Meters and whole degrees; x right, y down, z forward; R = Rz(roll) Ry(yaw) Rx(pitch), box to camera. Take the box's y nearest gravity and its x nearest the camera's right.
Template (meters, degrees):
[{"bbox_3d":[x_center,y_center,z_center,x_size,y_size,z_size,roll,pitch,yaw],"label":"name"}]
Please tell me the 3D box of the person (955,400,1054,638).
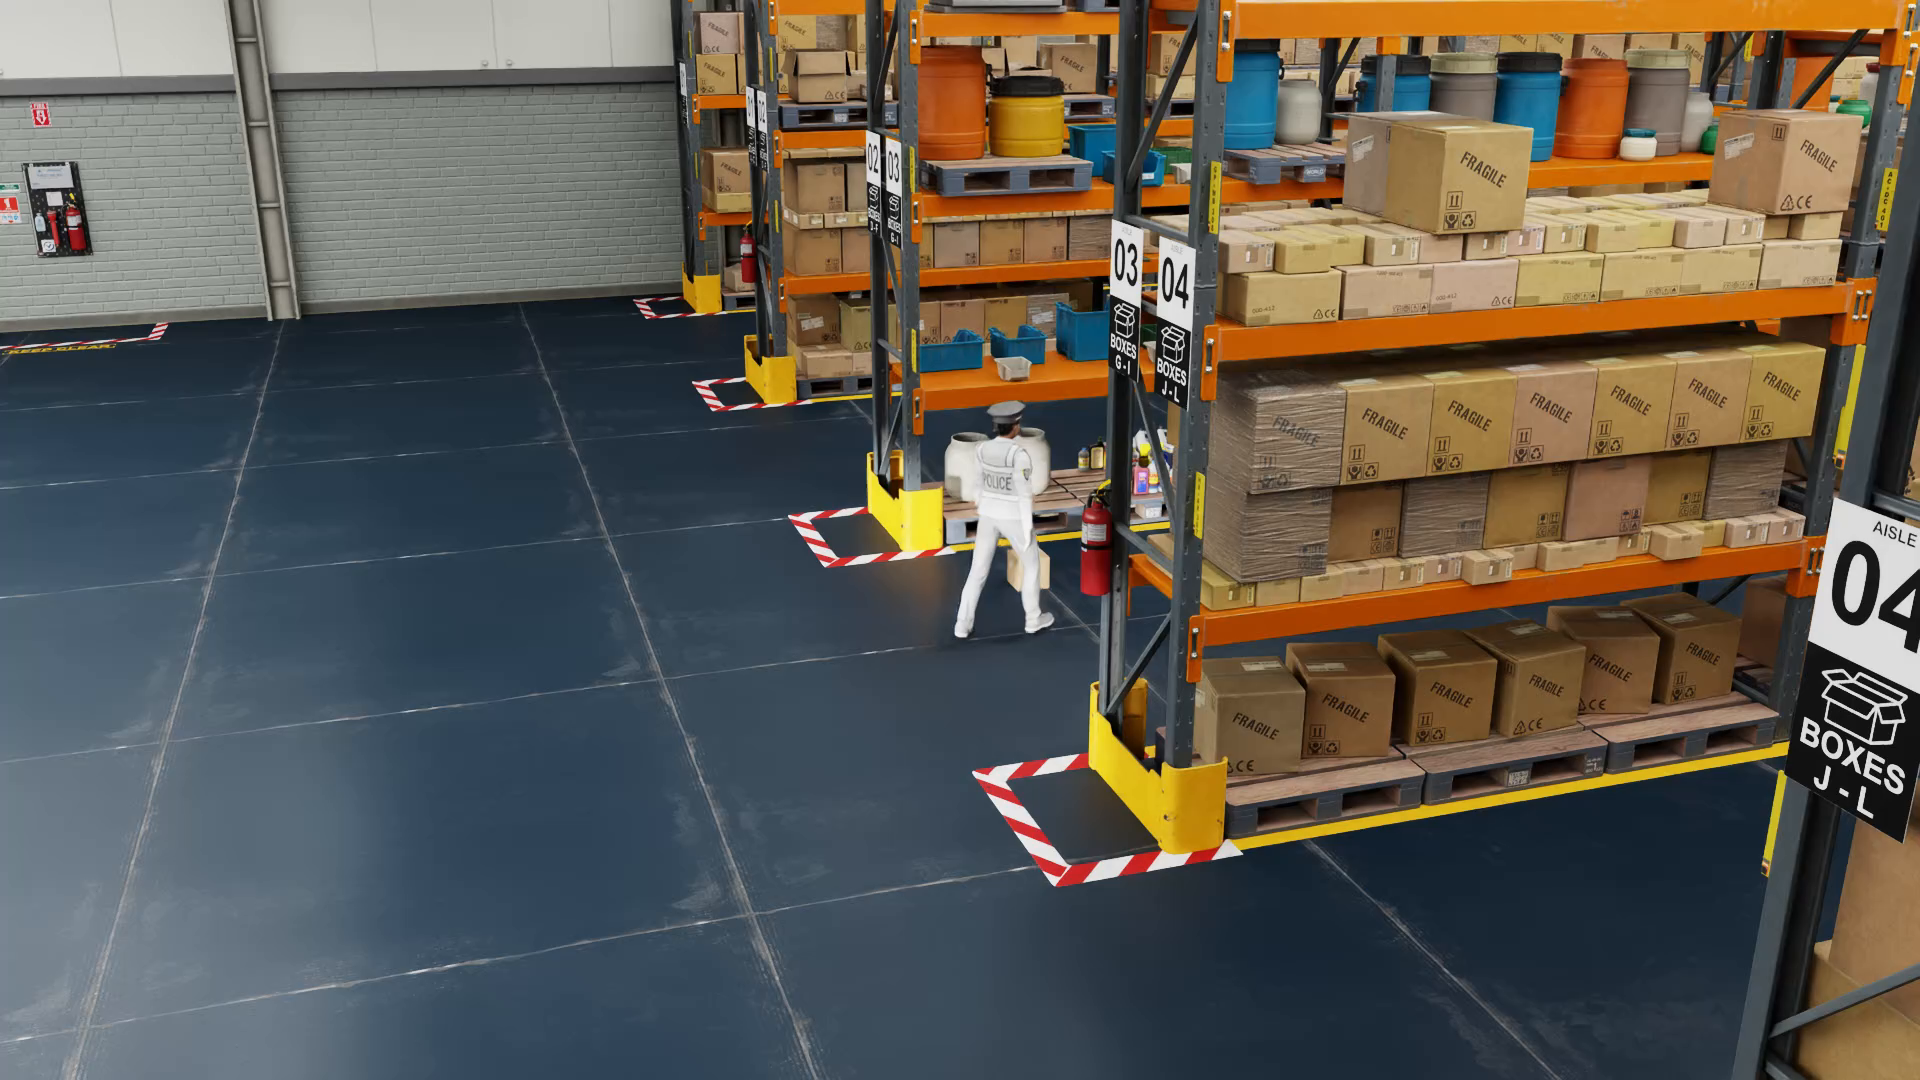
[{"bbox_3d":[0.285,-0.132,11.449,0.545,1.635,0.755,13,23,33],"label":"person"}]
